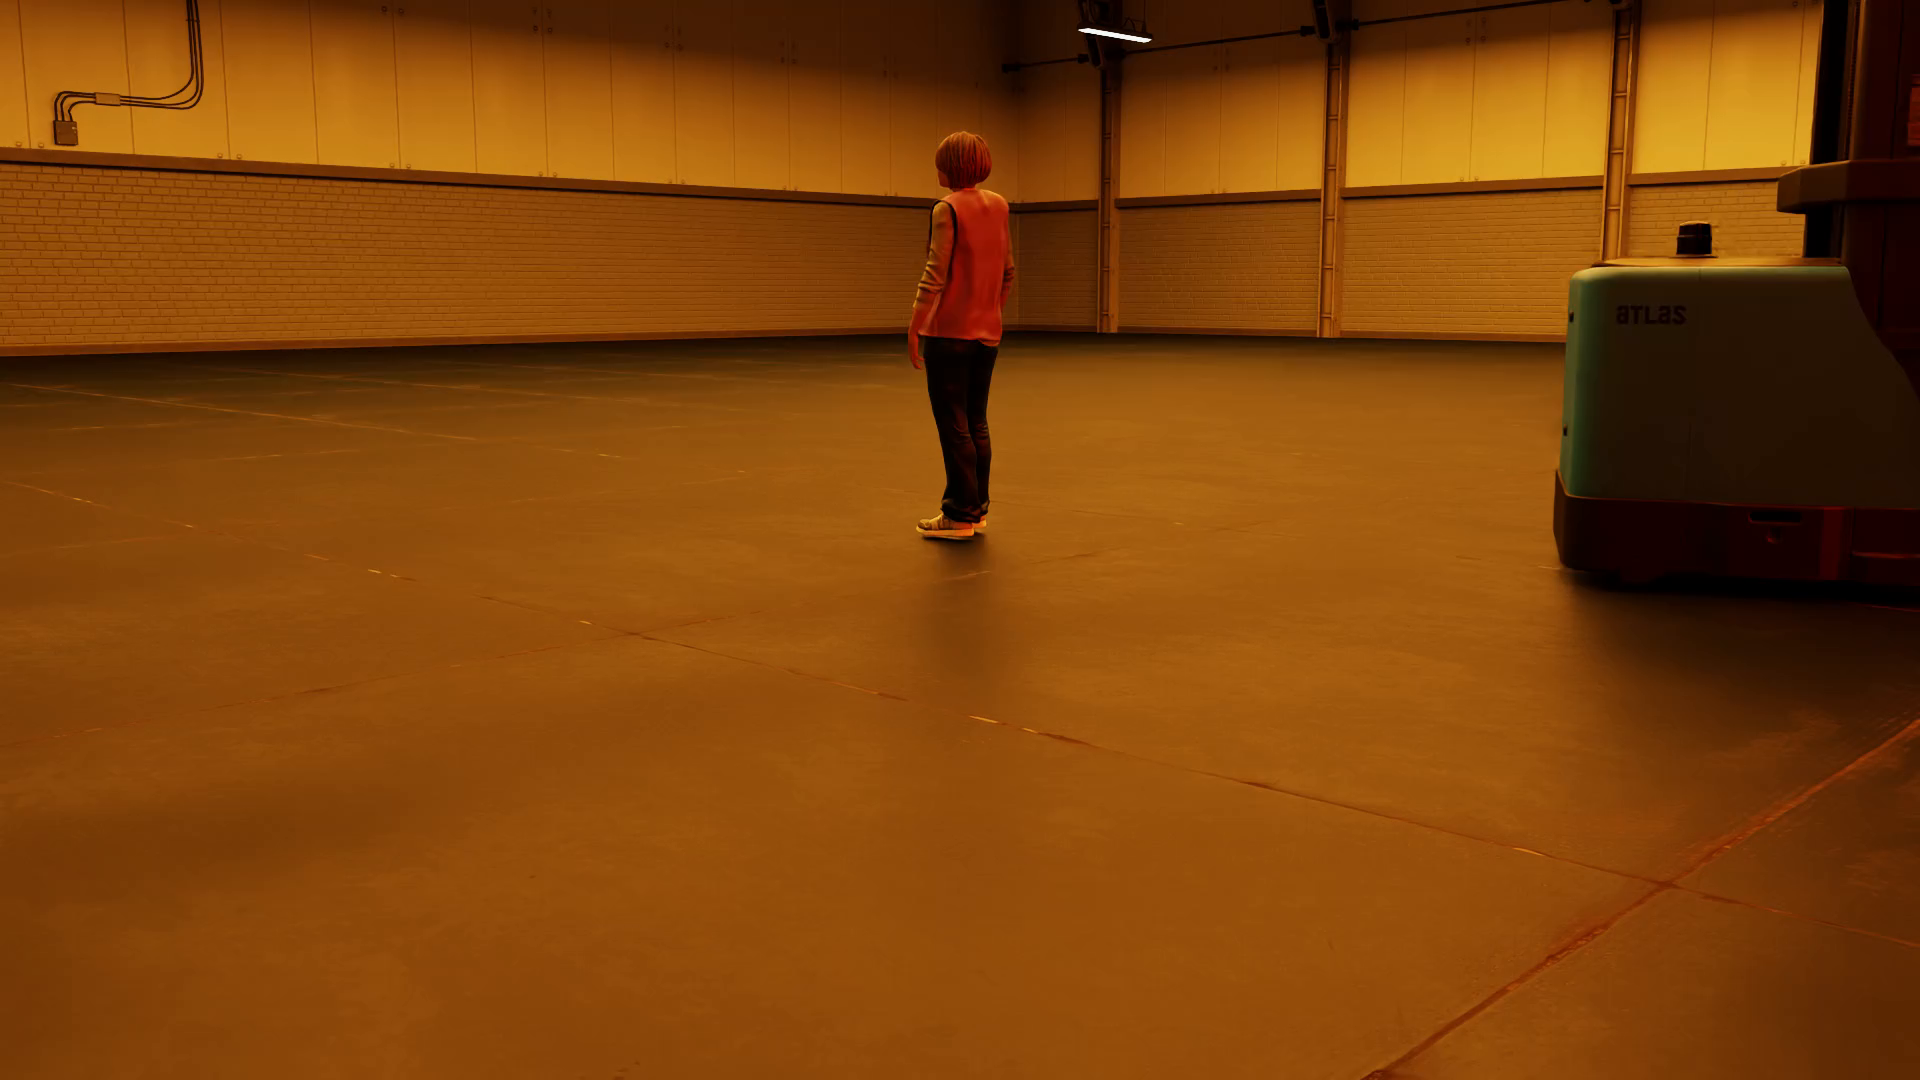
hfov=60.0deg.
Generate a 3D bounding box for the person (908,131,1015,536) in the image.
[{"bbox_3d":[-0.044,-0.806,6.658,0.473,1.599,0.521,8,12,43],"label":"person"}]

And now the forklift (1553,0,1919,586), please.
[{"bbox_3d":[3.635,-1.290,5.444,3.031,2.935,1.130,3,9,17],"label":"forklift"}]
